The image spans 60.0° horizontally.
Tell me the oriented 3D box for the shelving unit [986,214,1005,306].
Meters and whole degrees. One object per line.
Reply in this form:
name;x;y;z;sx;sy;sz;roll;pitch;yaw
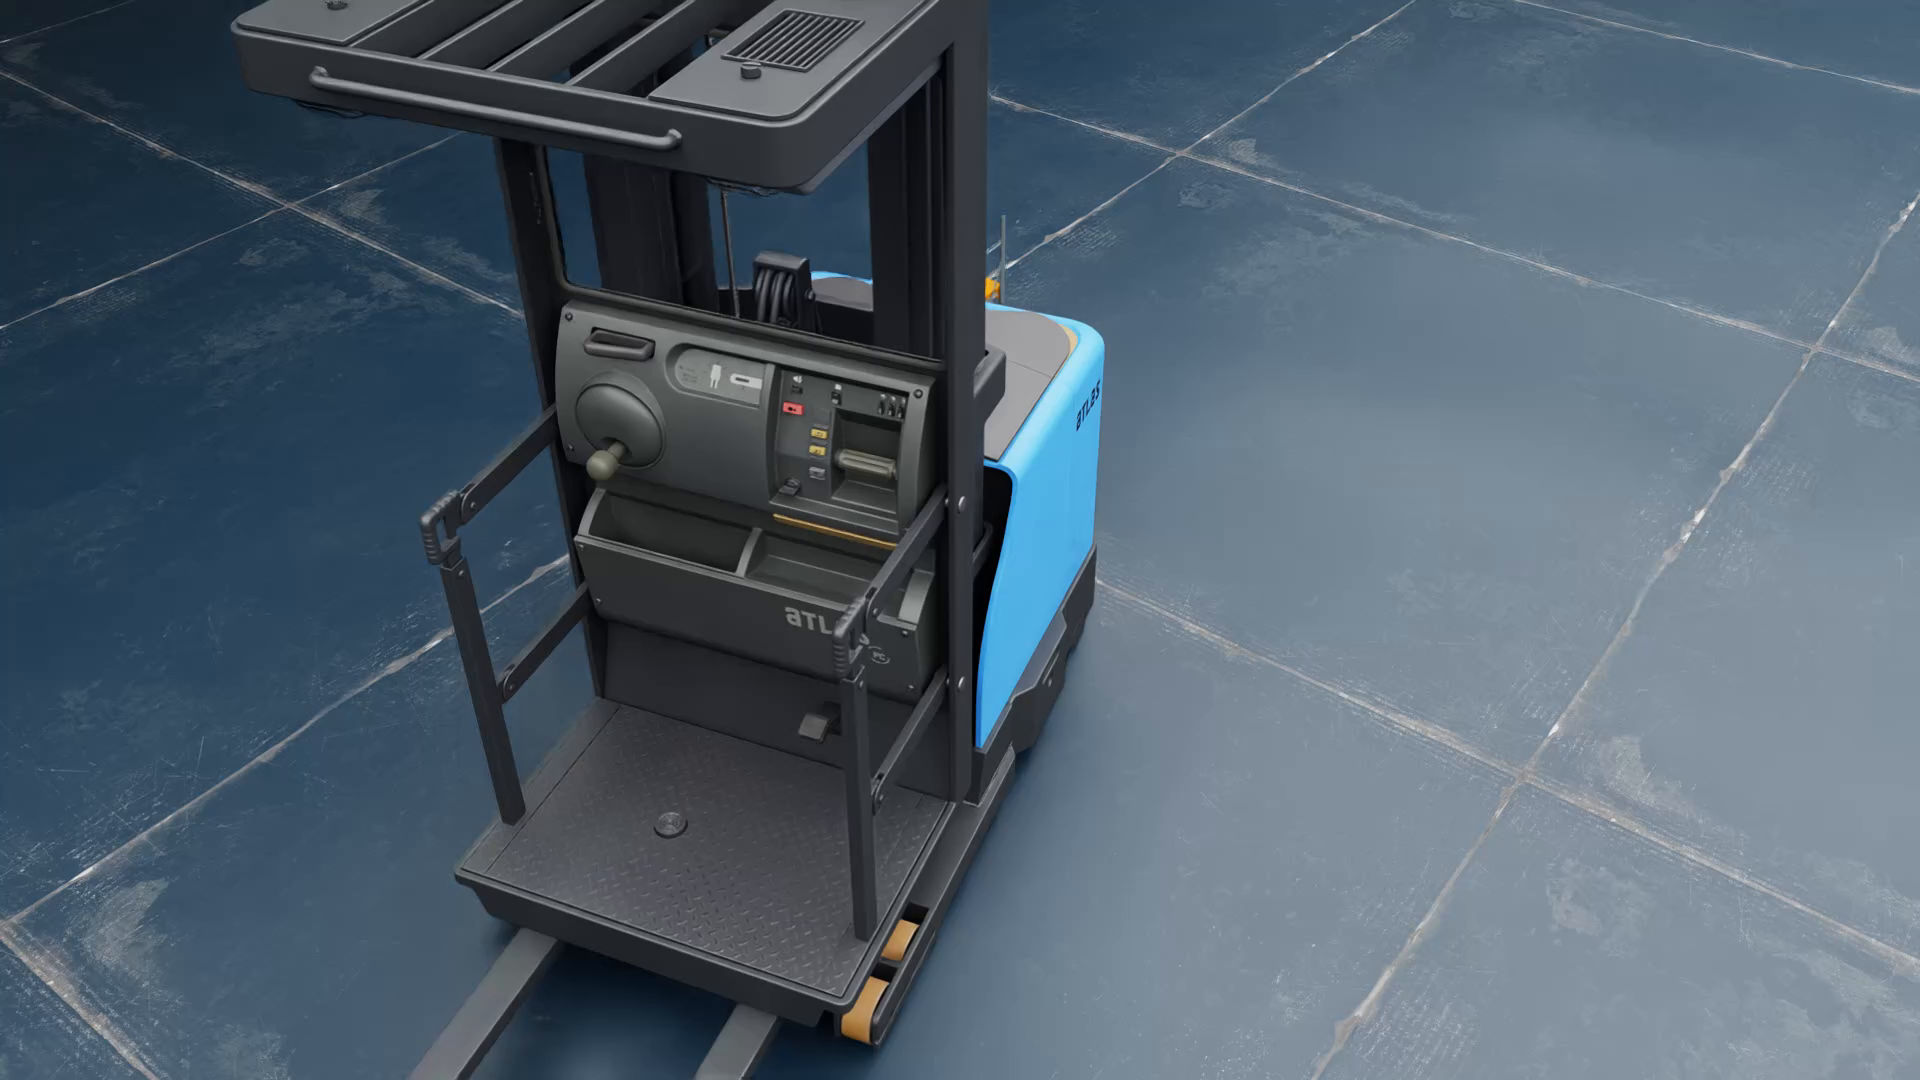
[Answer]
shelving unit;-0.005;-0.489;5.401;0.189;1.200;0.258;22;43;26

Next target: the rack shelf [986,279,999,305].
rack shelf;-0.006;-0.738;5.207;0.180;0.103;0.258;22;43;26

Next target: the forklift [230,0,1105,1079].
forklift;-0.585;-0.199;3.627;1.130;2.935;3.031;14;40;17

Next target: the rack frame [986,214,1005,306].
rack frame;0.071;-0.458;5.361;0.006;1.200;0.240;22;43;26
